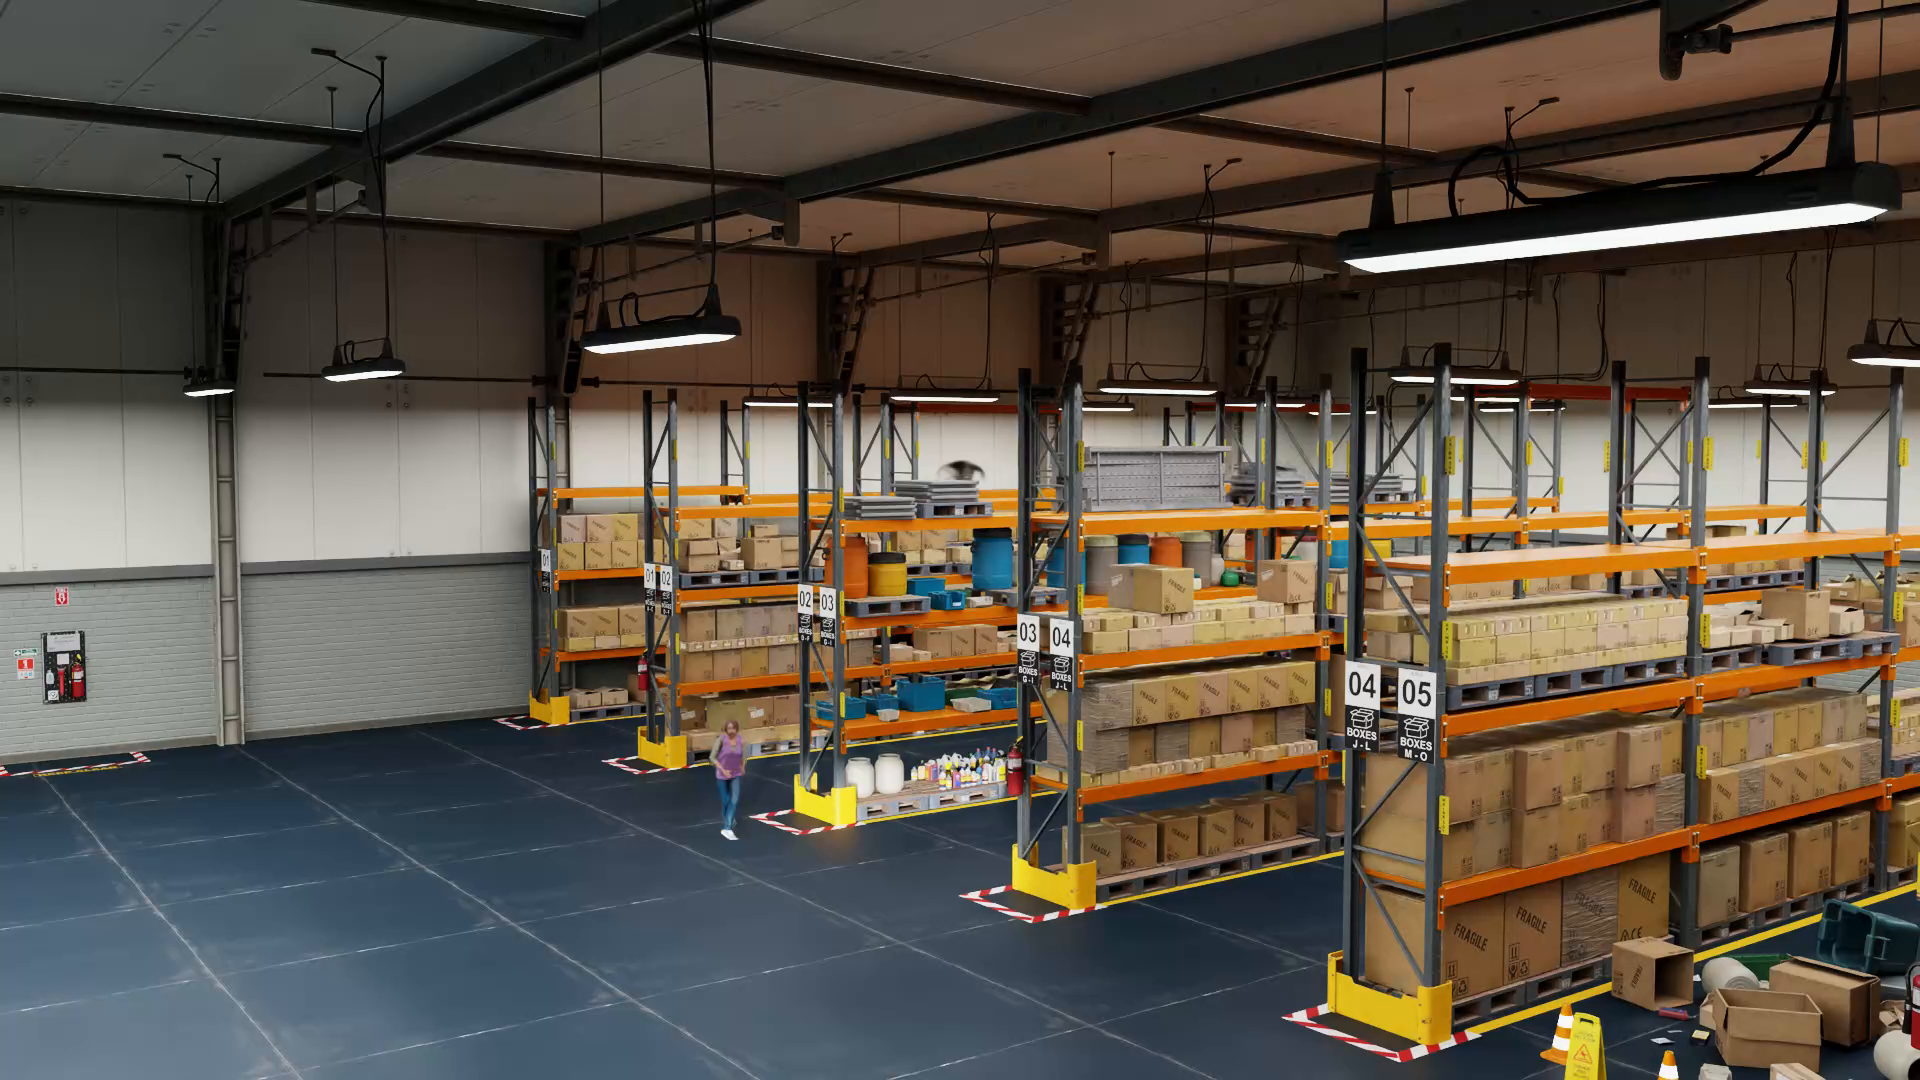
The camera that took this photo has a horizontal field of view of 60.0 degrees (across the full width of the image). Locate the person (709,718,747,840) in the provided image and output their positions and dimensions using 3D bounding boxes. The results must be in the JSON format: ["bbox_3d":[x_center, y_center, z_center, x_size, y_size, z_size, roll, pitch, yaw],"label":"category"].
[{"bbox_3d":[-3.058,3.095,21.835,0.529,1.576,0.716,-1,4,-20],"label":"person"}]

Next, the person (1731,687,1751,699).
[{"bbox_3d":[11.476,2.910,24.256,0.674,1.684,0.638,3,4,41],"label":"person"}]
